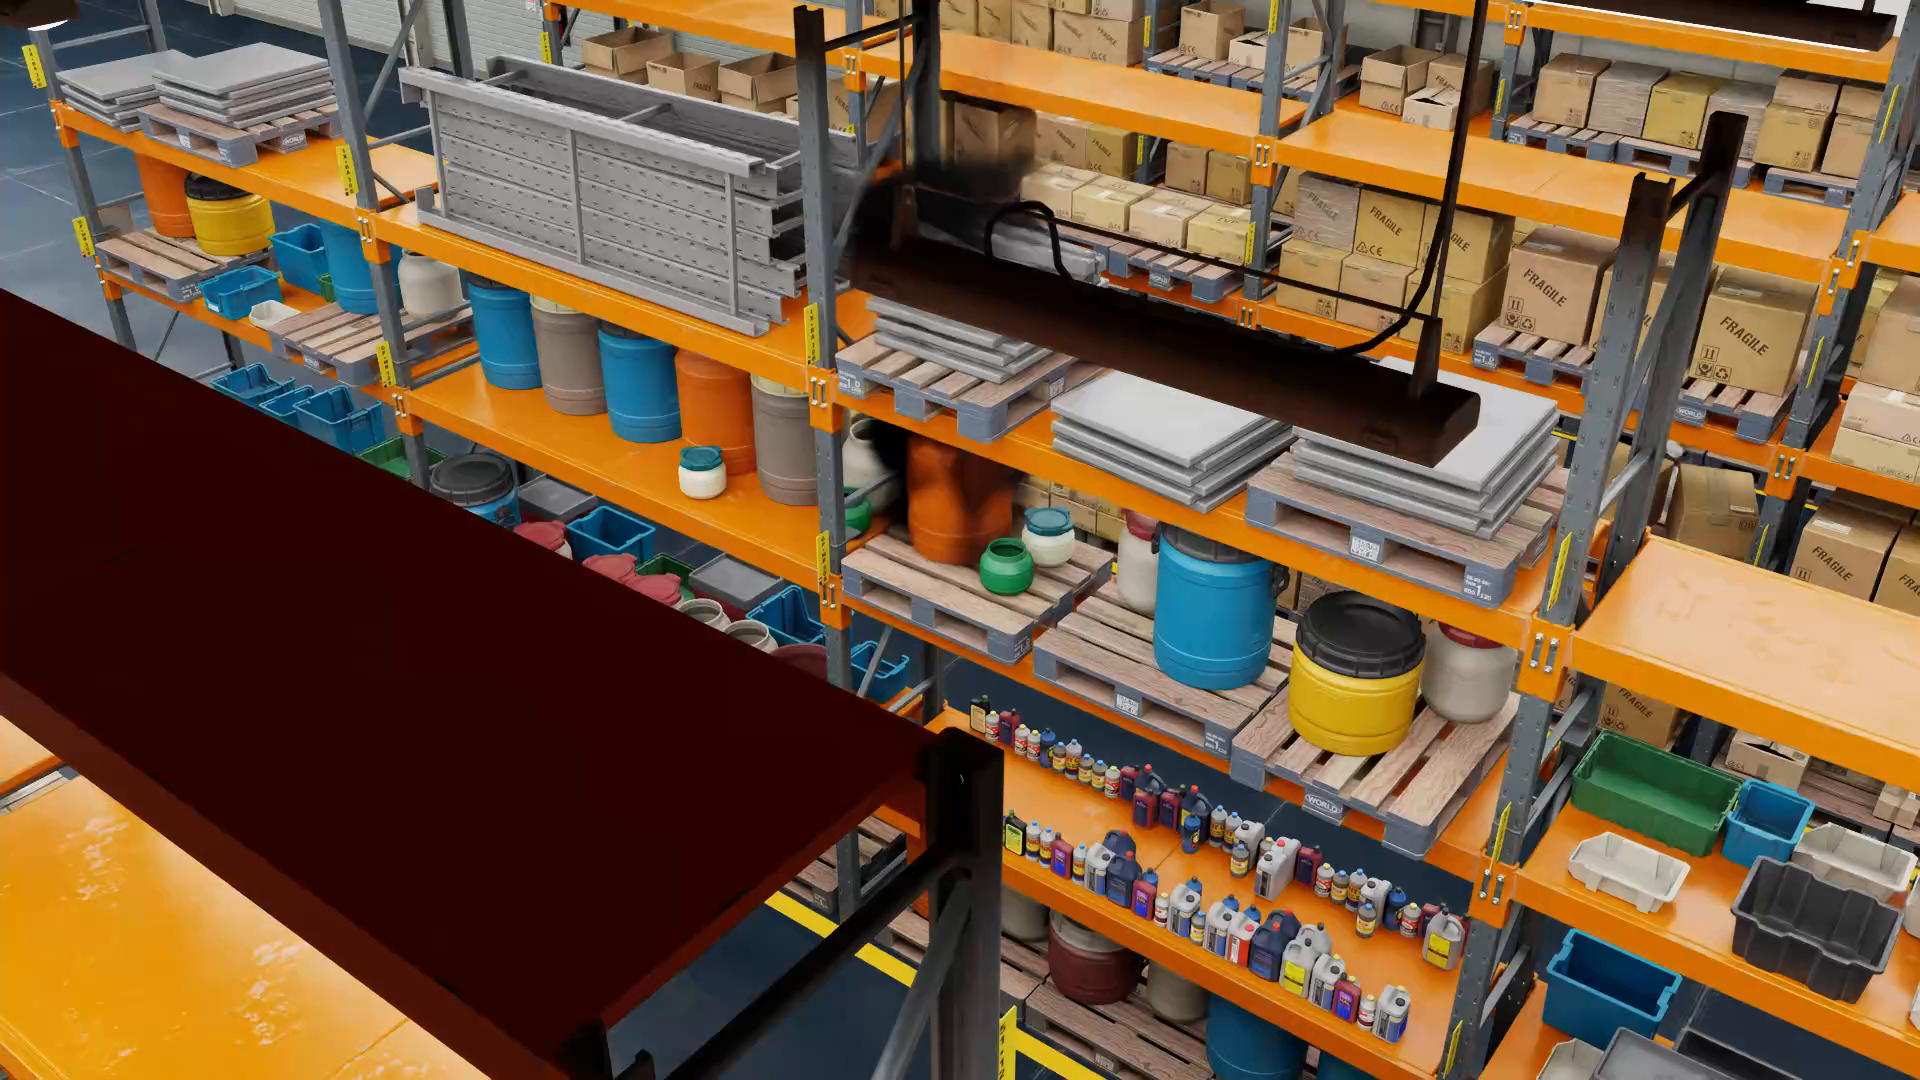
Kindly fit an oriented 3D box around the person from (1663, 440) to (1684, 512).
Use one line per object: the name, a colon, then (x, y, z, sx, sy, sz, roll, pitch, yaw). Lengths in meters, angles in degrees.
person: (5.712, -0.066, 13.767, 0.867, 1.728, 0.562, 20, 37, 30)
